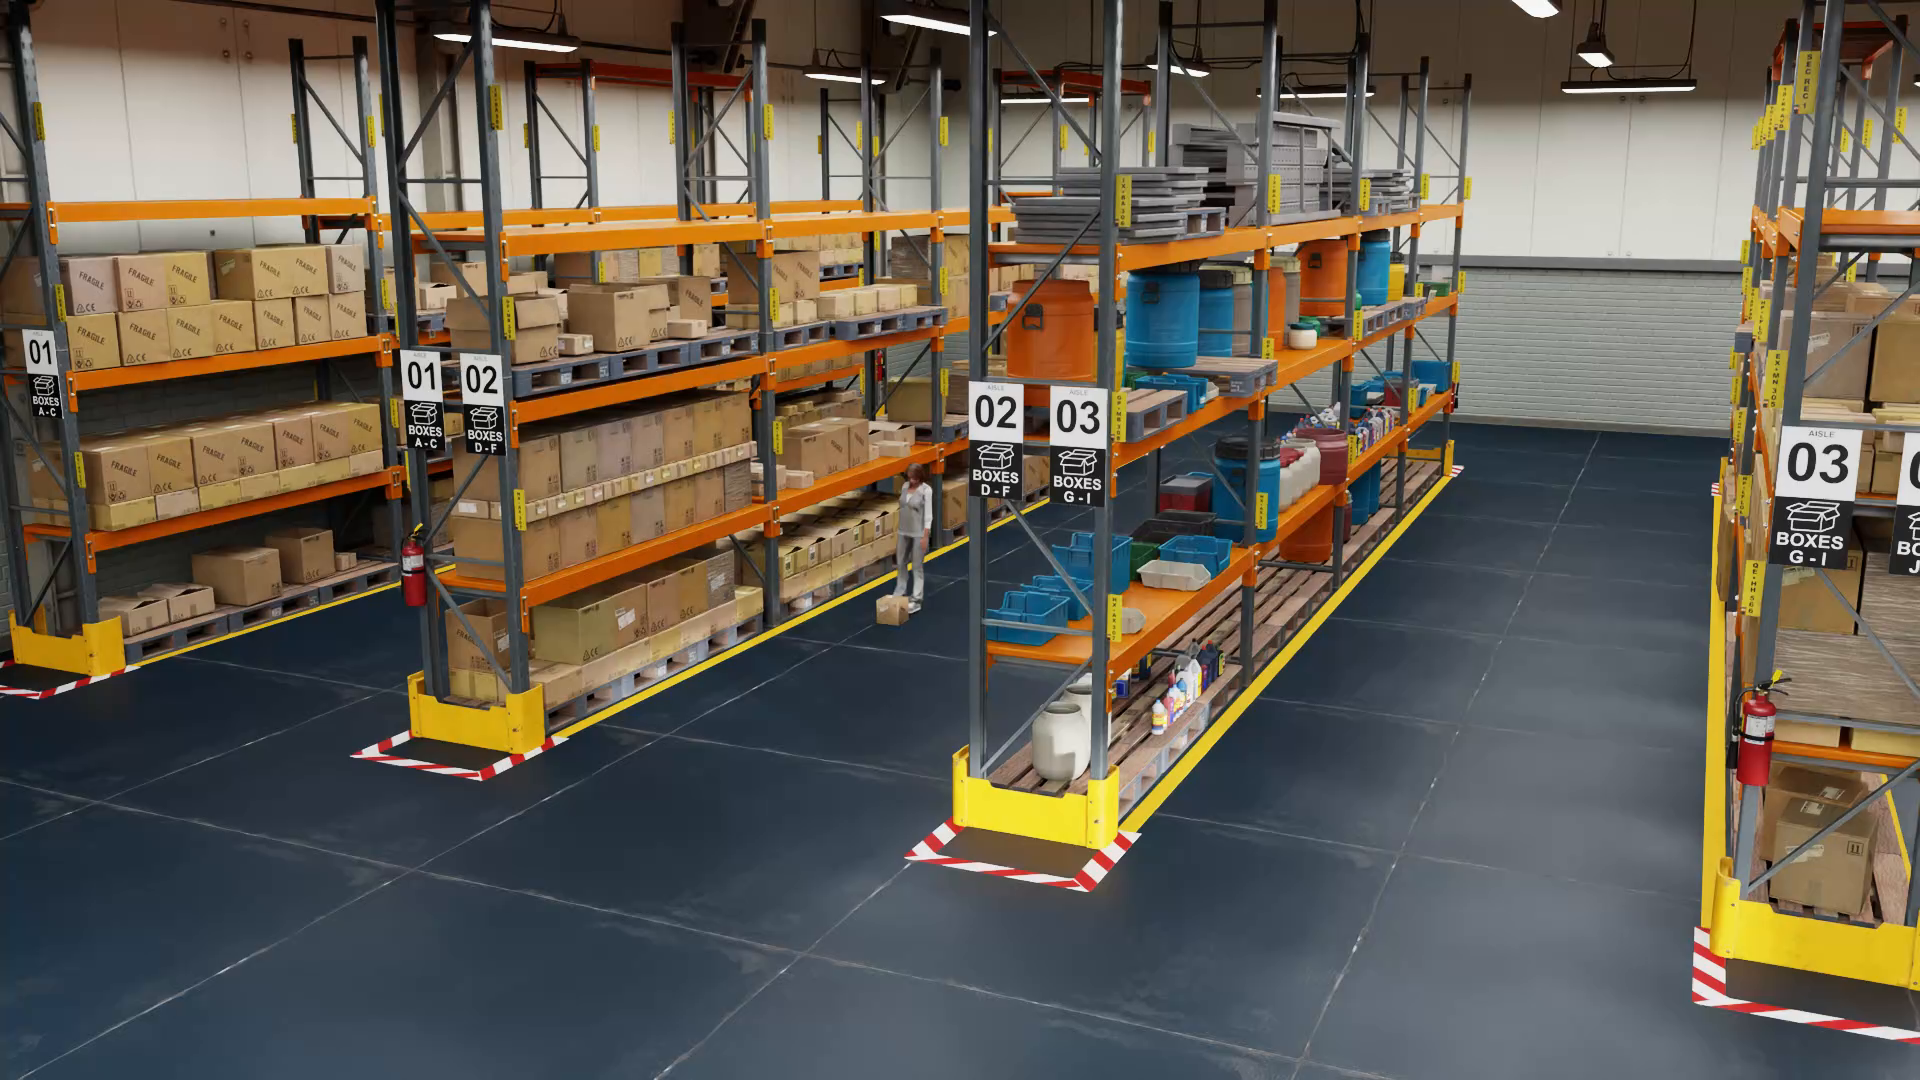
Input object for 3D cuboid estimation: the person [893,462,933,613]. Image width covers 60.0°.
[{"bbox_3d":[-0.523,-0.011,17.543,0.461,1.581,0.398,8,15,32],"label":"person"}]
